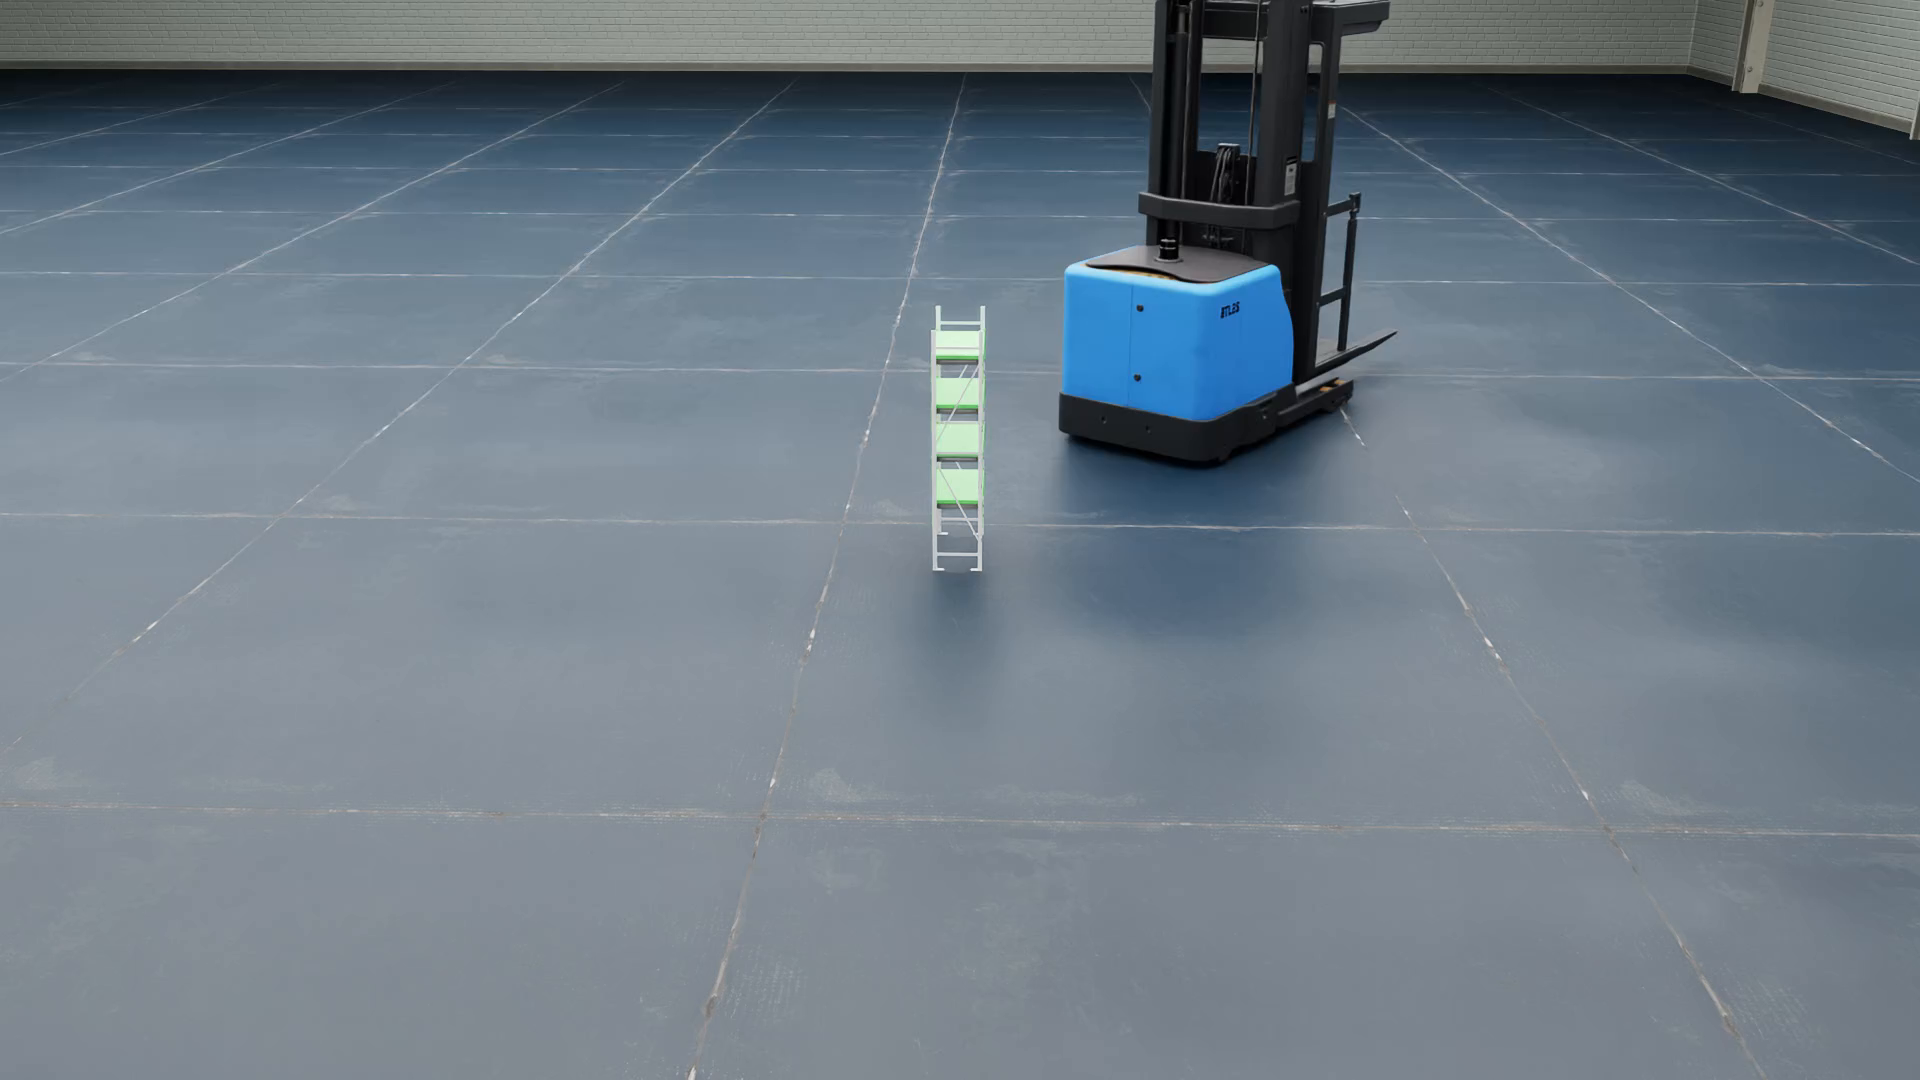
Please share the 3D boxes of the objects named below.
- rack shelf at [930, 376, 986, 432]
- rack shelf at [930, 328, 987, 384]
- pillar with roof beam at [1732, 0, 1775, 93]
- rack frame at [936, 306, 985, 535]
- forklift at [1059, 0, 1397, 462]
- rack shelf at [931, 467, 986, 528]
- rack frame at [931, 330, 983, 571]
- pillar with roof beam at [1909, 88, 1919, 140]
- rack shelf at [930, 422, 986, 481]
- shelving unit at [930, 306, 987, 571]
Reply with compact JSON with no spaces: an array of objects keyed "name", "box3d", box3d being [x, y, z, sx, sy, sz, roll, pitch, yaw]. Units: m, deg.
[{"name":"rack shelf","box3d":[-0.005,-0.664,8.094,0.258,0.148,0.480,1,21,2]},{"name":"rack shelf","box3d":[-0.005,-0.887,8.007,0.258,0.148,0.480,1,21,2]},{"name":"pillar with roof beam","box3d":[8.900,-11.780,26.450,9.100,9.000,0.400,1,21,2]},{"name":"rack frame","box3d":[0.002,-0.588,8.385,0.240,1.200,0.015,1,21,2]},{"name":"forklift","box3d":[1.896,-2.279,10.351,1.130,2.935,3.031,16,26,35]},{"name":"rack shelf","box3d":[-0.005,-0.216,8.268,0.258,0.148,0.480,1,21,2]},{"name":"rack frame","box3d":[-0.012,-0.411,7.930,0.240,1.200,0.015,1,21,2]},{"name":"pillar with roof beam","box3d":[8.717,-9.611,20.859,9.100,9.000,0.400,1,21,2]},{"name":"rack shelf","box3d":[-0.005,-0.440,8.181,0.258,0.148,0.480,1,21,2]},{"name":"shelving unit","box3d":[-0.005,-0.500,8.158,0.258,1.200,0.503,1,21,2]}]
